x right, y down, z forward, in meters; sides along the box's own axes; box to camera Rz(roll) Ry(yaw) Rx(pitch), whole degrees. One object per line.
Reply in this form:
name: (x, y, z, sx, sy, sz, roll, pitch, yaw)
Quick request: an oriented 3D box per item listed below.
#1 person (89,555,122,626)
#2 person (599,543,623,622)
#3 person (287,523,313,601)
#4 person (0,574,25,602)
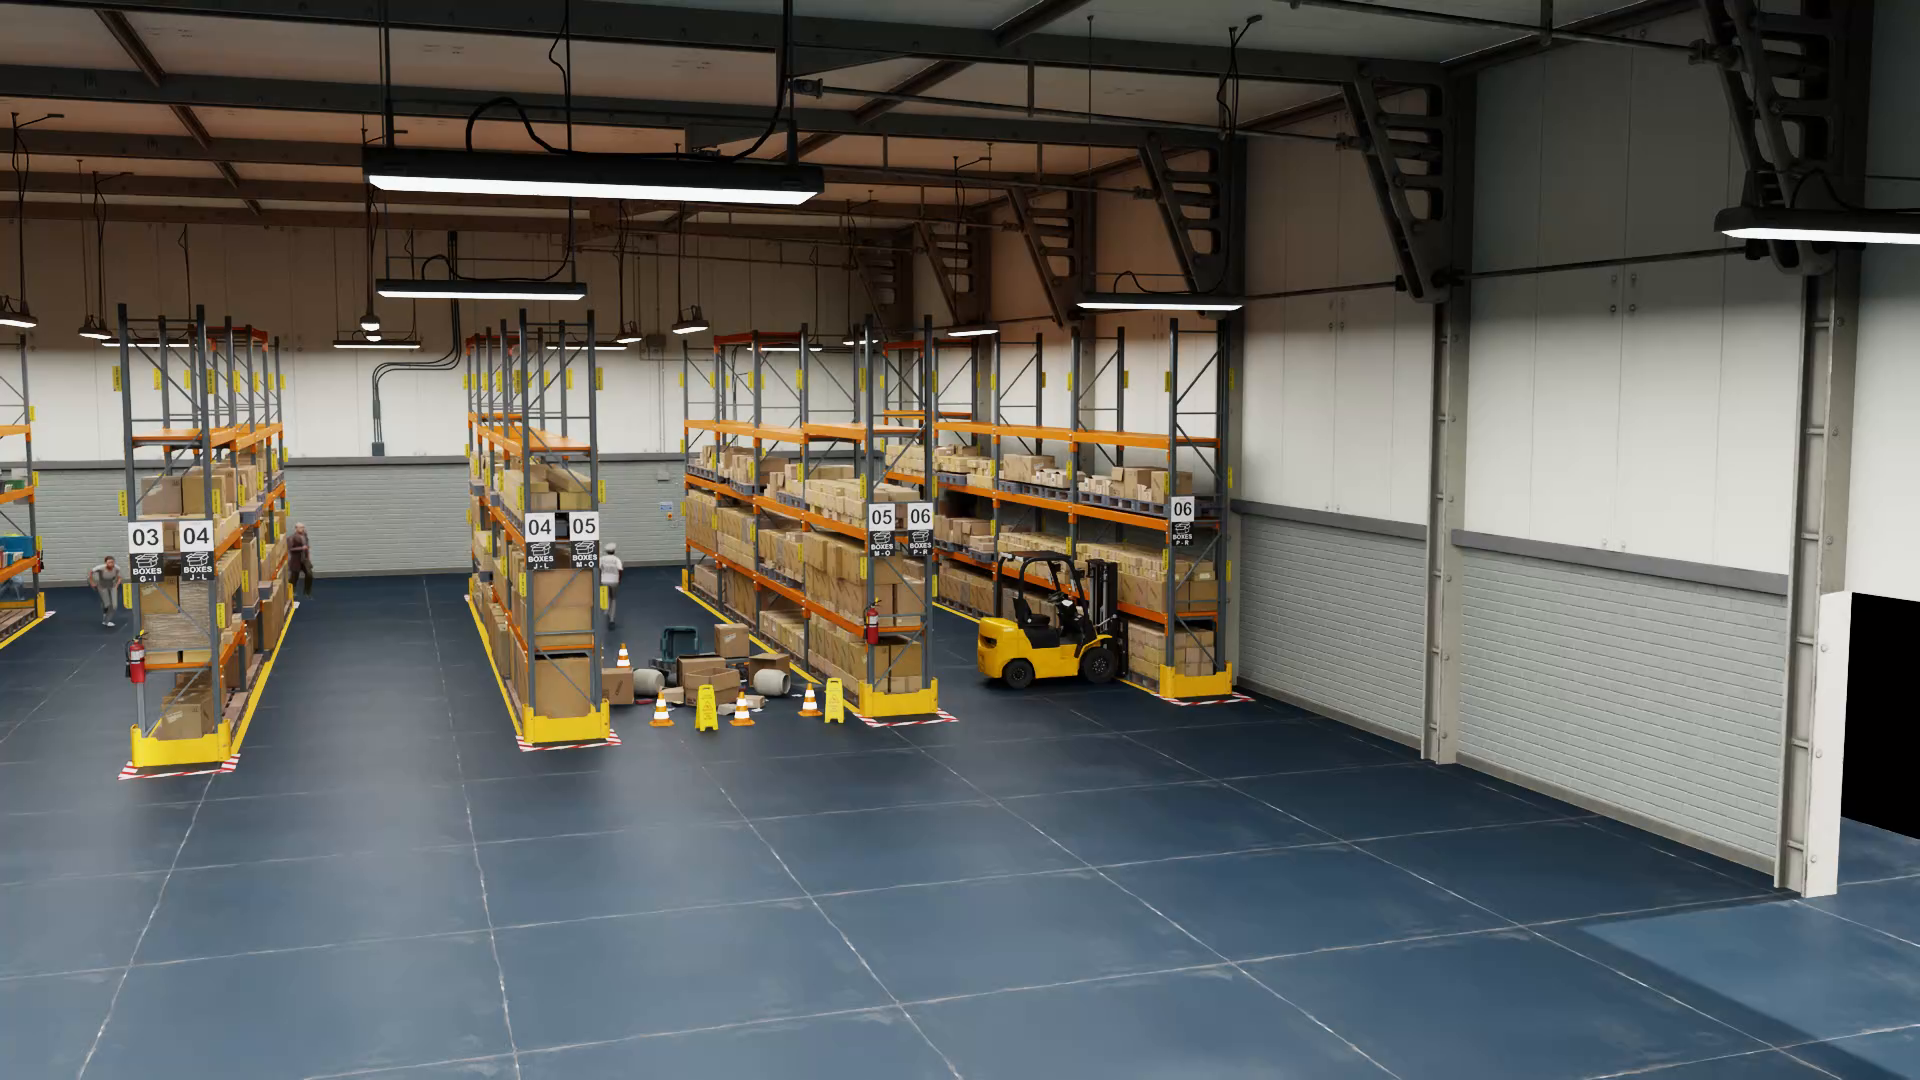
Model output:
person: (-17.480, 1.041, 34.033, 0.590, 1.494, 0.775, -4, 7, -38)
person: (-7.298, 0.915, 34.525, 0.589, 1.689, 0.620, 0, 5, -5)
person: (-15.178, 0.565, 38.168, 0.878, 1.754, 0.693, 4, 7, 36)
person: (-21.067, 0.685, 36.949, 1.103, 1.577, 0.745, 1, 5, 9)
